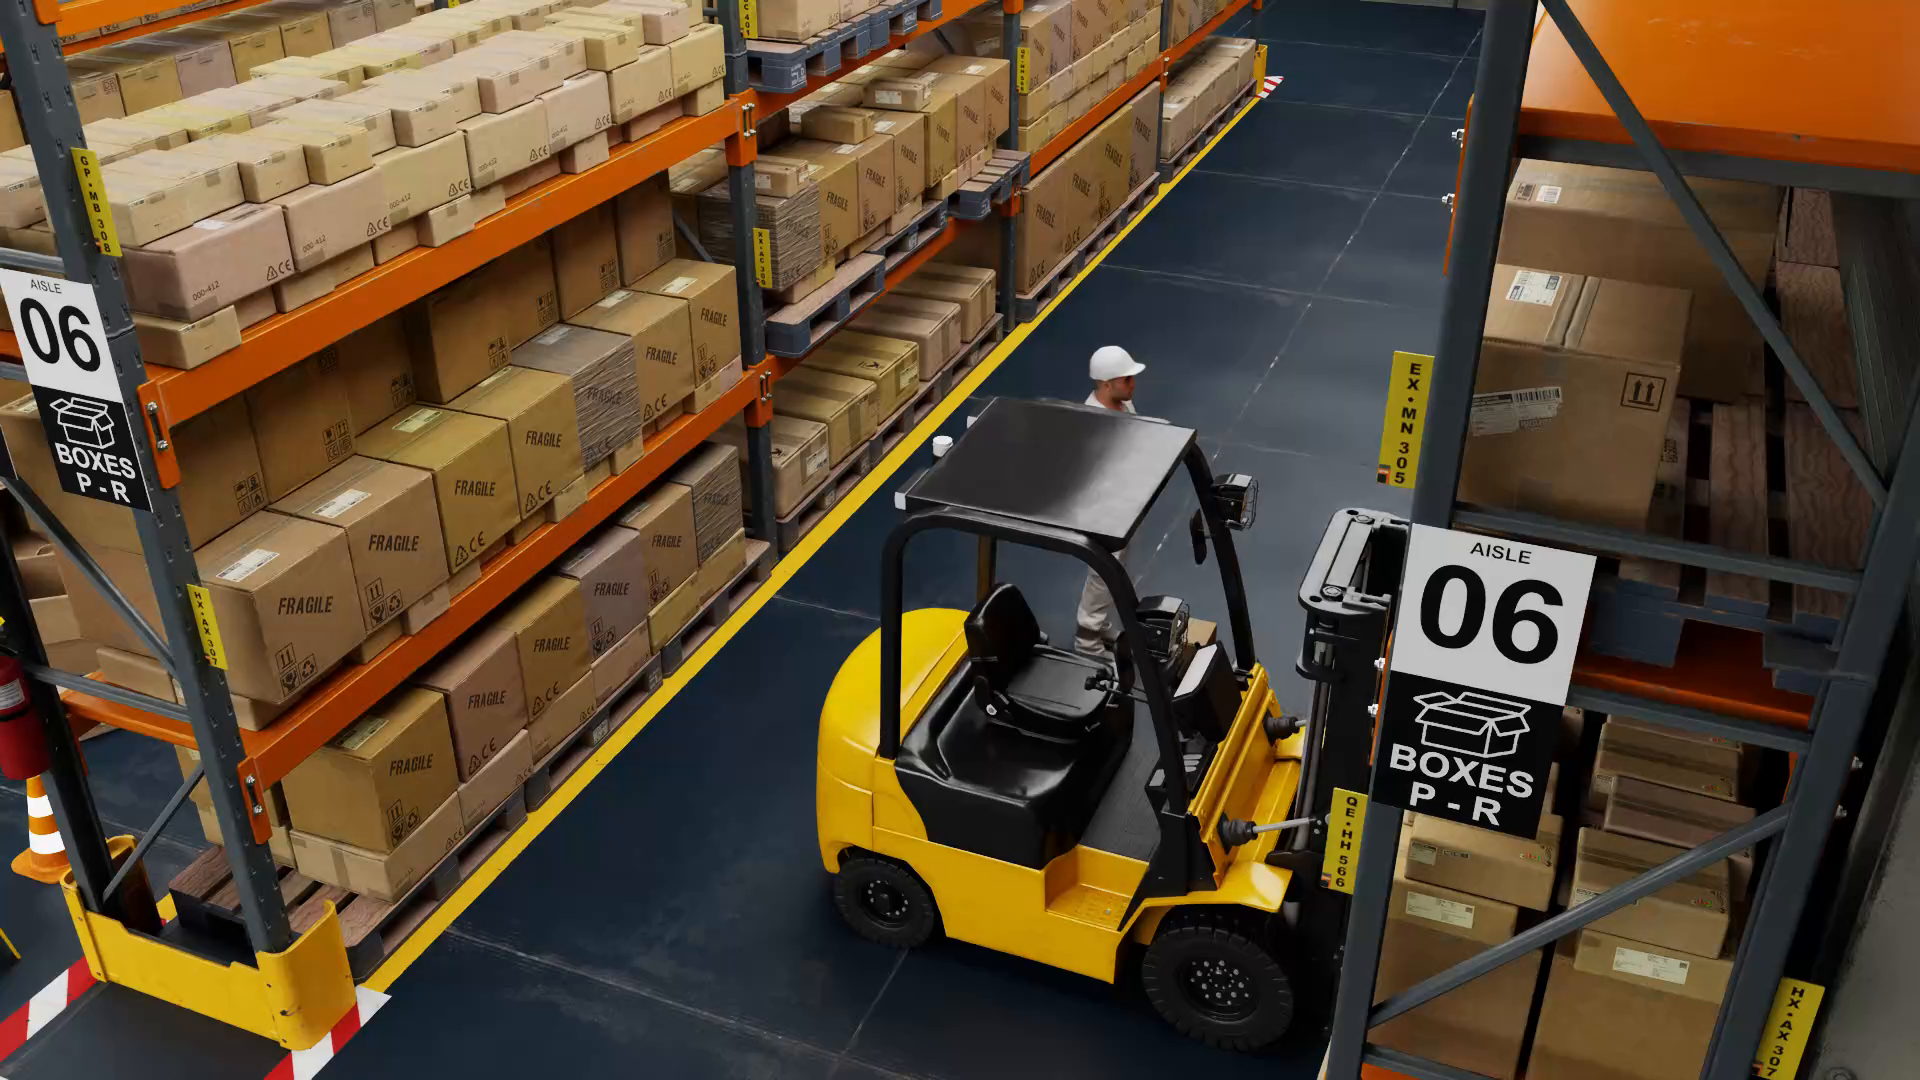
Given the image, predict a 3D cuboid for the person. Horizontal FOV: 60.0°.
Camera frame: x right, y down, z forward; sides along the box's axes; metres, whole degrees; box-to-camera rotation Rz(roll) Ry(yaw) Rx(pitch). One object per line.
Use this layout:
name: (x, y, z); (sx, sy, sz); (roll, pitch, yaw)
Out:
person: (0.791, -0.170, 8.681); (0.370, 1.787, 0.524); (12, 32, 20)
